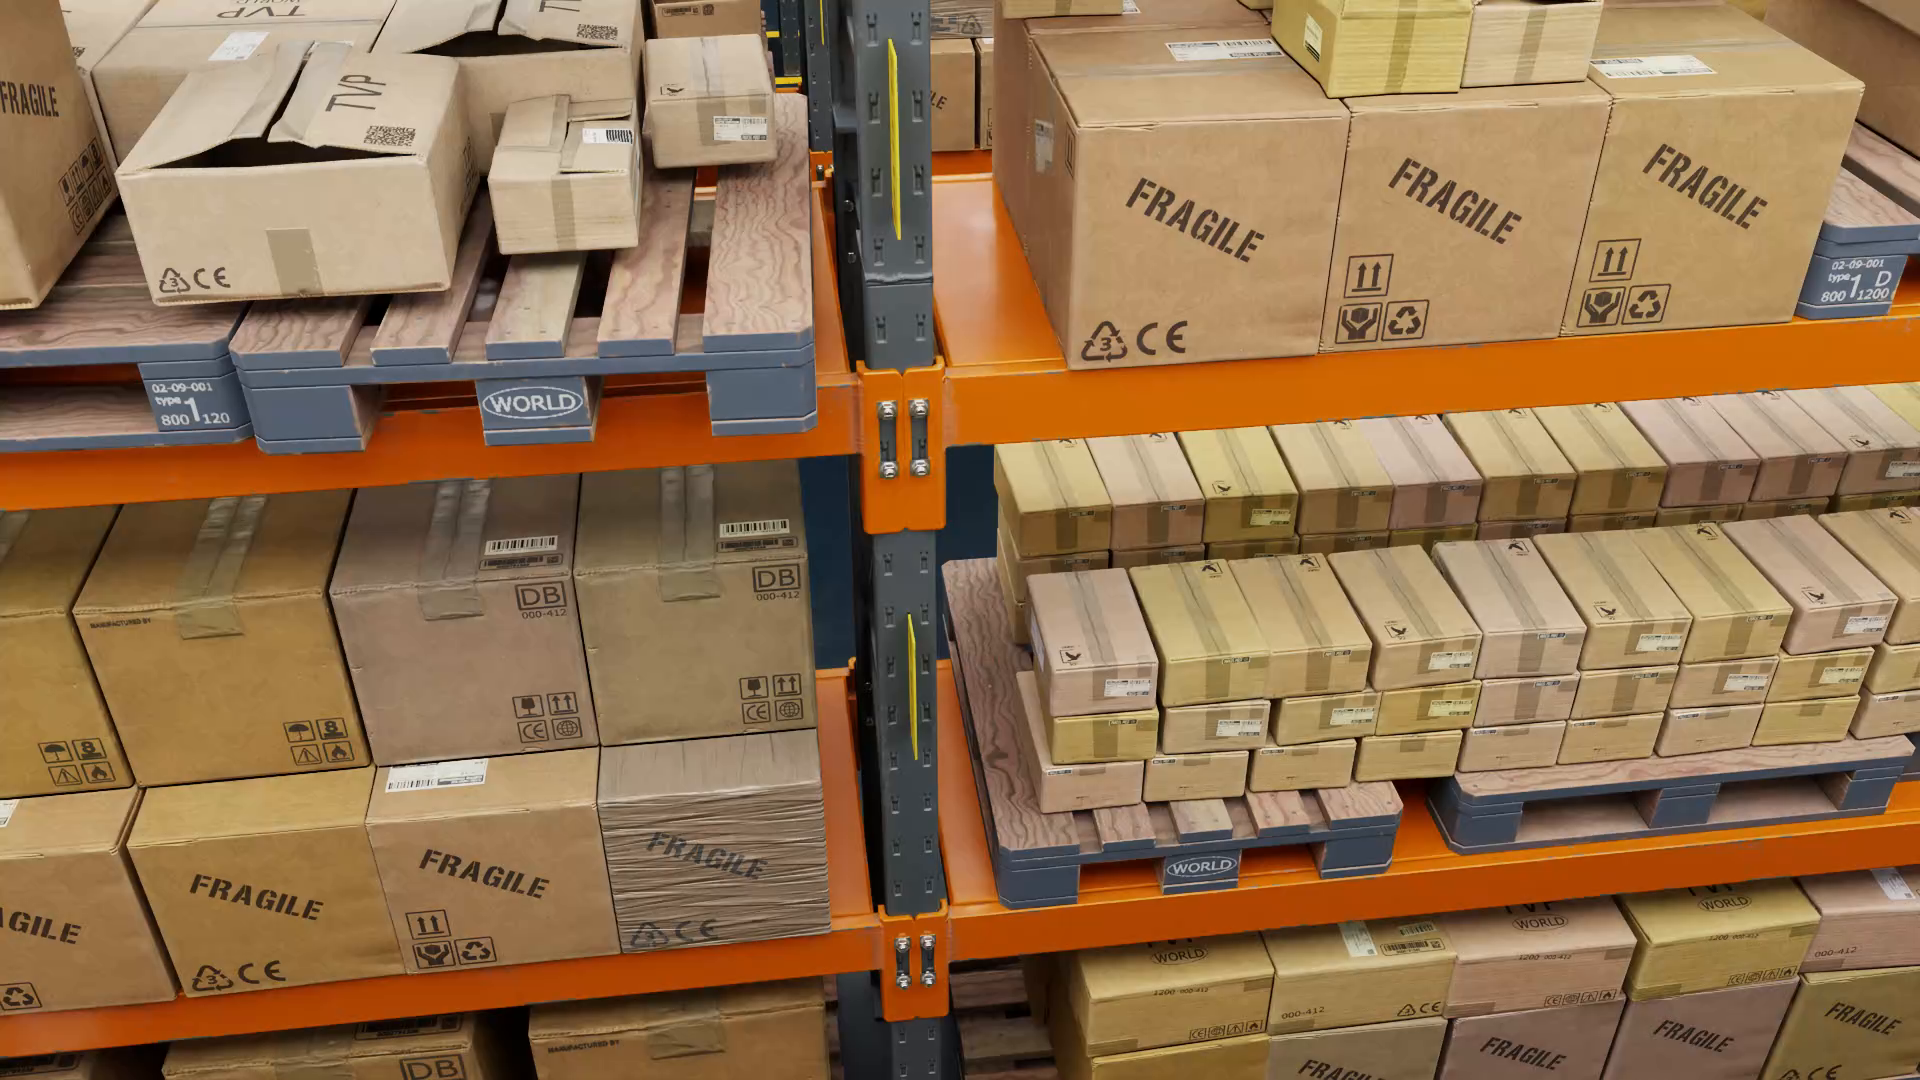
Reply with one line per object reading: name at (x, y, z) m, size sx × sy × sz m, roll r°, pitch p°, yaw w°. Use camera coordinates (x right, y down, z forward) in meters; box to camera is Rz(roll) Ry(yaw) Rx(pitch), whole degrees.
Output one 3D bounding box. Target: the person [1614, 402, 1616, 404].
person at (2.435, -0.391, 6.695) m, size 0.502 × 1.711 × 0.536 m, roll -2°, pitch 35°, yaw -3°
